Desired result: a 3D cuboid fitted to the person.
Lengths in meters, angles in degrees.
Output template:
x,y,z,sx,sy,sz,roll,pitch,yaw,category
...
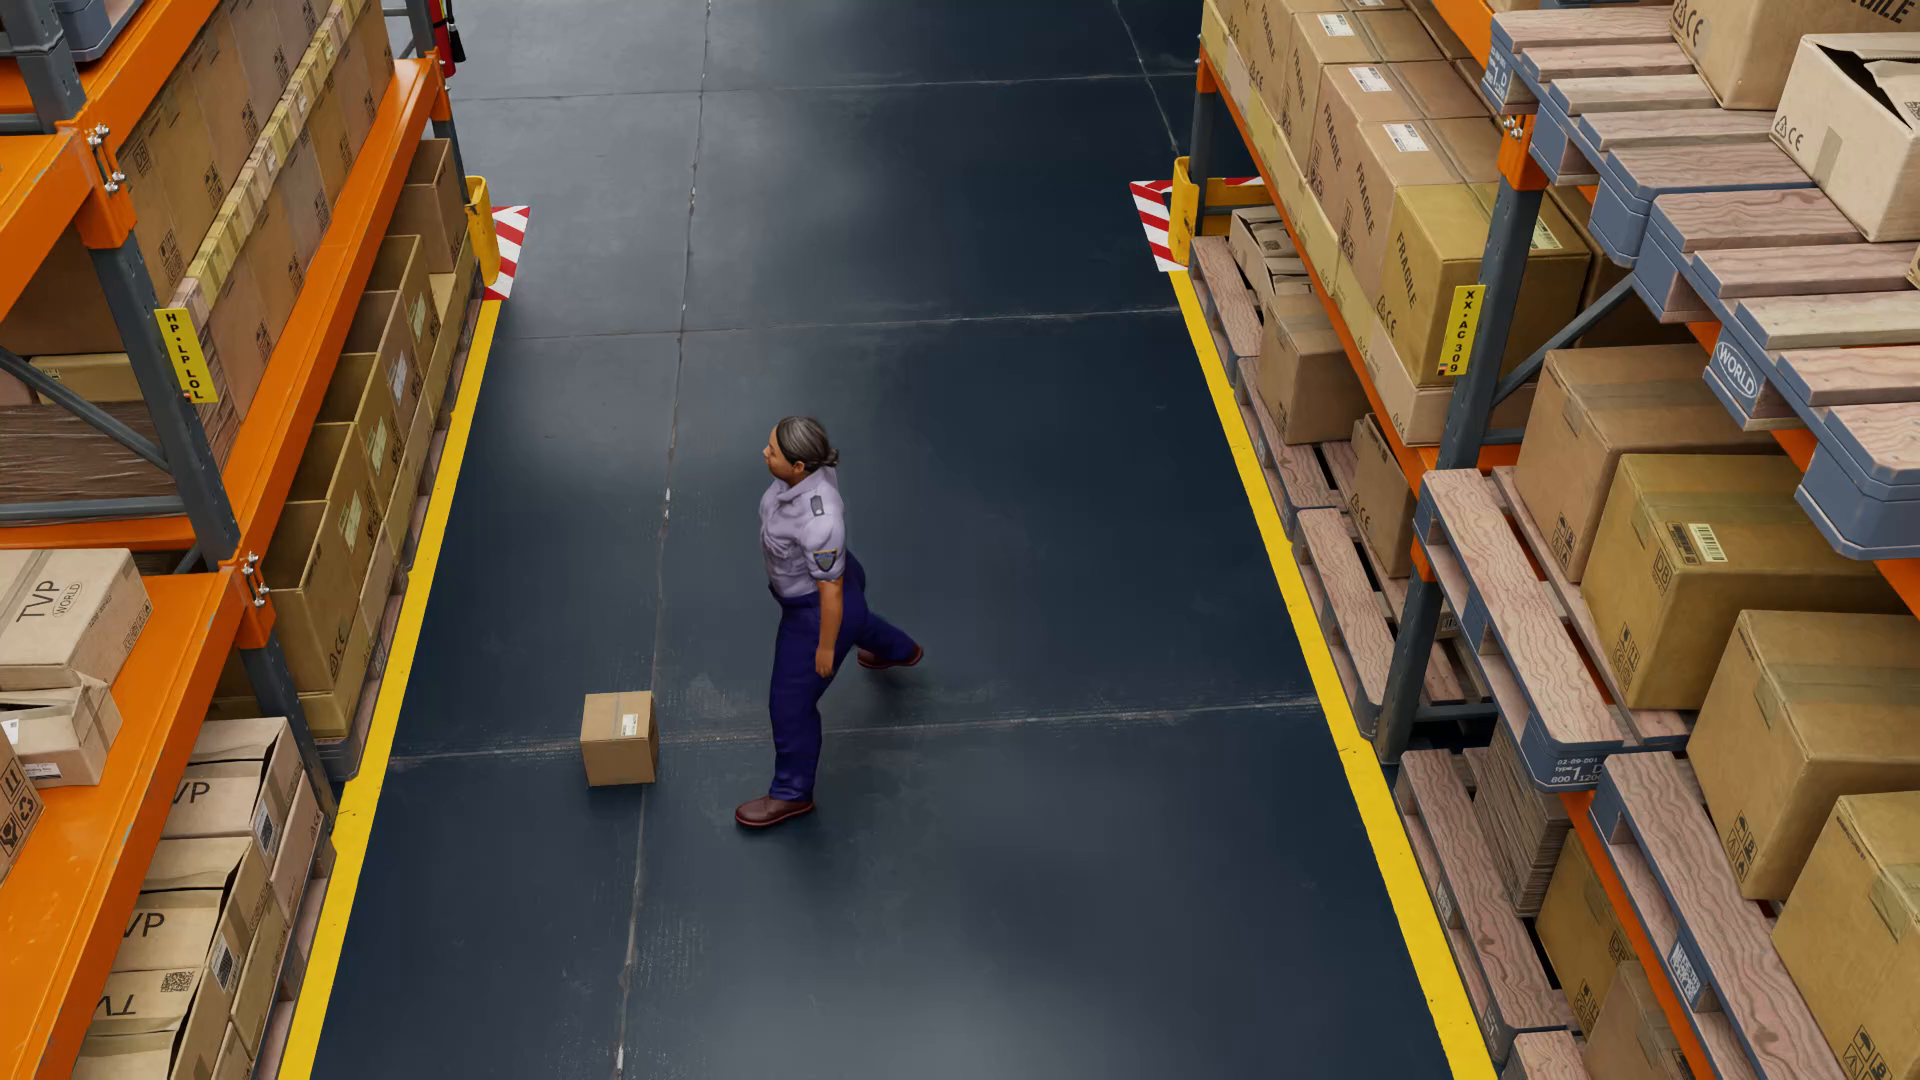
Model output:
x,y,z,sx,sy,sz,roll,pitch,yaw,category
-0.496,0.155,5.979,0.788,1.616,0.846,-5,40,-6,person
